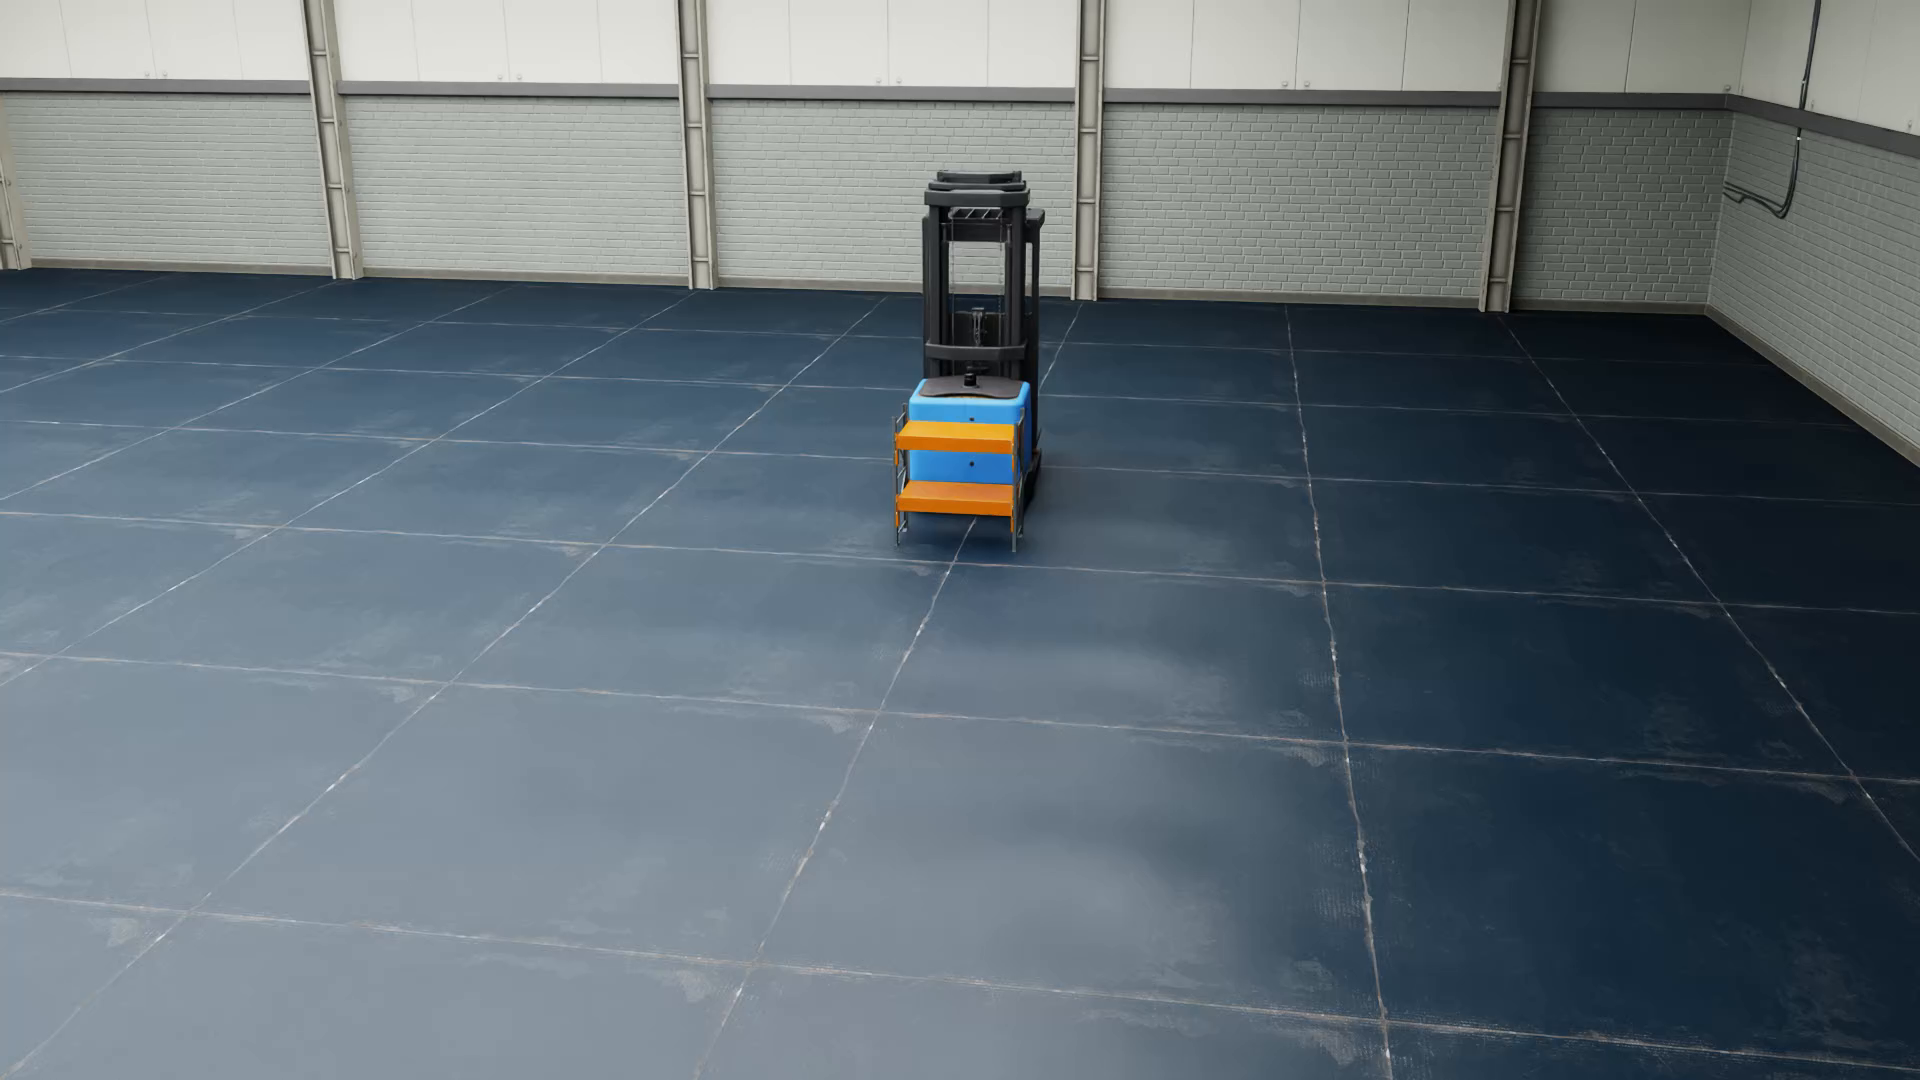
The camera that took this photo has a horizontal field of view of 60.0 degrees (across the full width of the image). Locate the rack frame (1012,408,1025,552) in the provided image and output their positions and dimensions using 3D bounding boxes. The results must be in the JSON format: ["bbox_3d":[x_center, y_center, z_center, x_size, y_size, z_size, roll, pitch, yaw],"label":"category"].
[{"bbox_3d":[0.495,-0.508,14.049,0.032,1.125,0.500,3,19,9],"label":"rack frame"}]

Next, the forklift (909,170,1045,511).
[{"bbox_3d":[0.223,-2.070,15.871,1.130,2.935,3.031,2,19,6],"label":"forklift"}]

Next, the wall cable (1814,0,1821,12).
[{"bbox_3d":[10.089,-7.149,18.420,0.112,2.526,3.097,3,19,9],"label":"wall cable"}]

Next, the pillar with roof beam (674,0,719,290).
[{"bbox_3d":[-4.711,-6.891,20.717,0.400,9.000,9.100,3,19,9],"label":"pillar with roof beam"}]

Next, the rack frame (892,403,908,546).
[{"bbox_3d":[-0.509,-0.559,14.202,0.032,1.125,0.500,3,19,9],"label":"rack frame"}]

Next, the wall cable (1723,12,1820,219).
[{"bbox_3d":[10.518,-5.601,21.754,0.112,2.526,3.097,3,19,9],"label":"wall cable"}]

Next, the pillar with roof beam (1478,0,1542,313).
[{"bbox_3d":[7.137,-6.287,18.912,0.400,9.000,9.100,3,19,9],"label":"pillar with roof beam"}]

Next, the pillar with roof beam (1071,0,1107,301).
[{"bbox_3d":[1.213,-6.589,19.815,0.400,9.000,9.100,3,19,9],"label":"pillar with roof beam"}]

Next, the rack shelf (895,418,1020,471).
[{"bbox_3d":[-0.007,-0.811,14.033,1.000,0.278,0.538,3,19,9],"label":"rack shelf"}]

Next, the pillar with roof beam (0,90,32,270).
[{"bbox_3d":[-16.559,-7.495,22.522,0.400,9.000,9.100,3,19,9],"label":"pillar with roof beam"}]

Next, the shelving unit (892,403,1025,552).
[{"bbox_3d":[-0.007,-0.534,14.126,1.048,1.125,0.538,3,19,9],"label":"shelving unit"}]

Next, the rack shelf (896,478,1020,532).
[{"bbox_3d":[-0.007,-0.302,14.203,1.000,0.278,0.538,3,19,9],"label":"rack shelf"}]

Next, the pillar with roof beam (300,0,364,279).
[{"bbox_3d":[-10.635,-7.193,21.620,0.400,9.000,9.100,3,19,9],"label":"pillar with roof beam"}]
